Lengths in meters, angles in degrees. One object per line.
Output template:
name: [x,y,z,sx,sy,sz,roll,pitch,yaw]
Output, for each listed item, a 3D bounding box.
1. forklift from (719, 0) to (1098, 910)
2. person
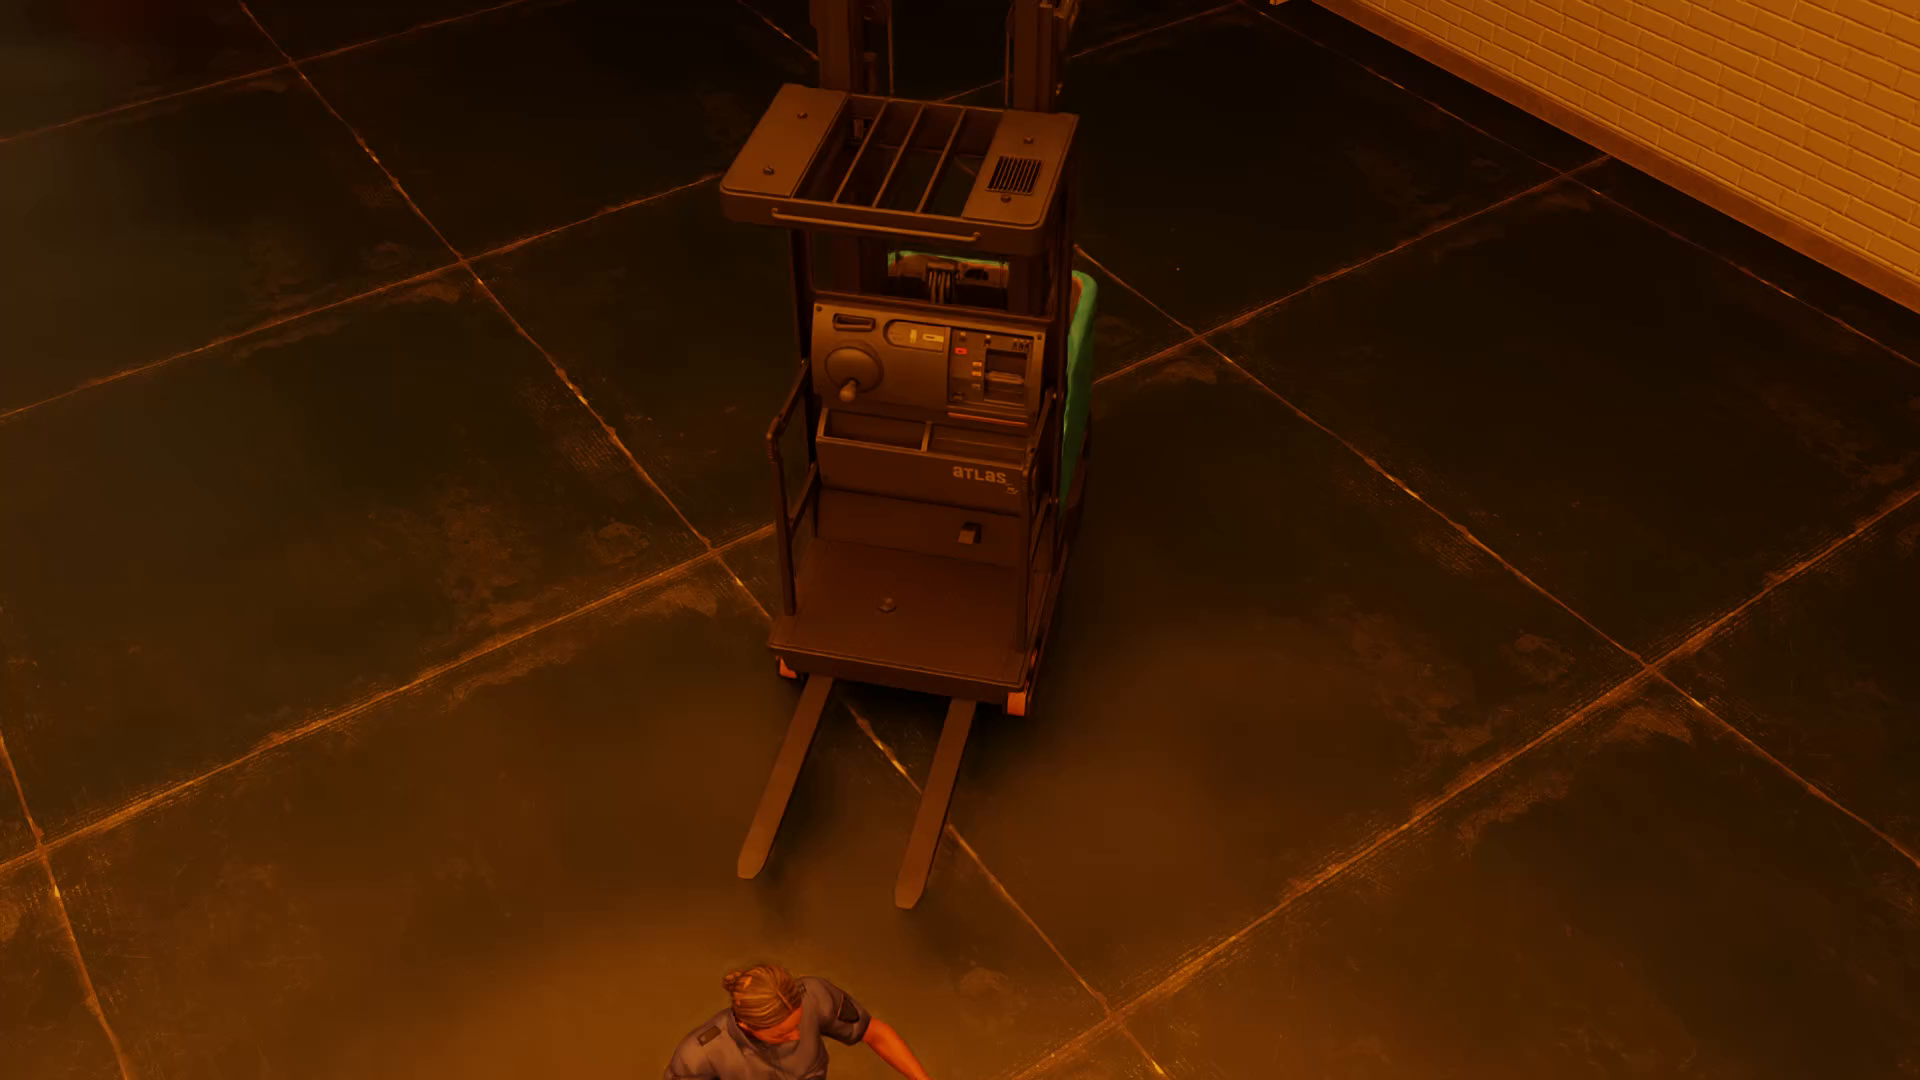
forklift: [-0.173,-0.613,6.380,1.130,2.935,3.031,9,43,9]
person: [-0.499,1.793,4.769,0.915,1.676,0.614,-21,46,-21]
